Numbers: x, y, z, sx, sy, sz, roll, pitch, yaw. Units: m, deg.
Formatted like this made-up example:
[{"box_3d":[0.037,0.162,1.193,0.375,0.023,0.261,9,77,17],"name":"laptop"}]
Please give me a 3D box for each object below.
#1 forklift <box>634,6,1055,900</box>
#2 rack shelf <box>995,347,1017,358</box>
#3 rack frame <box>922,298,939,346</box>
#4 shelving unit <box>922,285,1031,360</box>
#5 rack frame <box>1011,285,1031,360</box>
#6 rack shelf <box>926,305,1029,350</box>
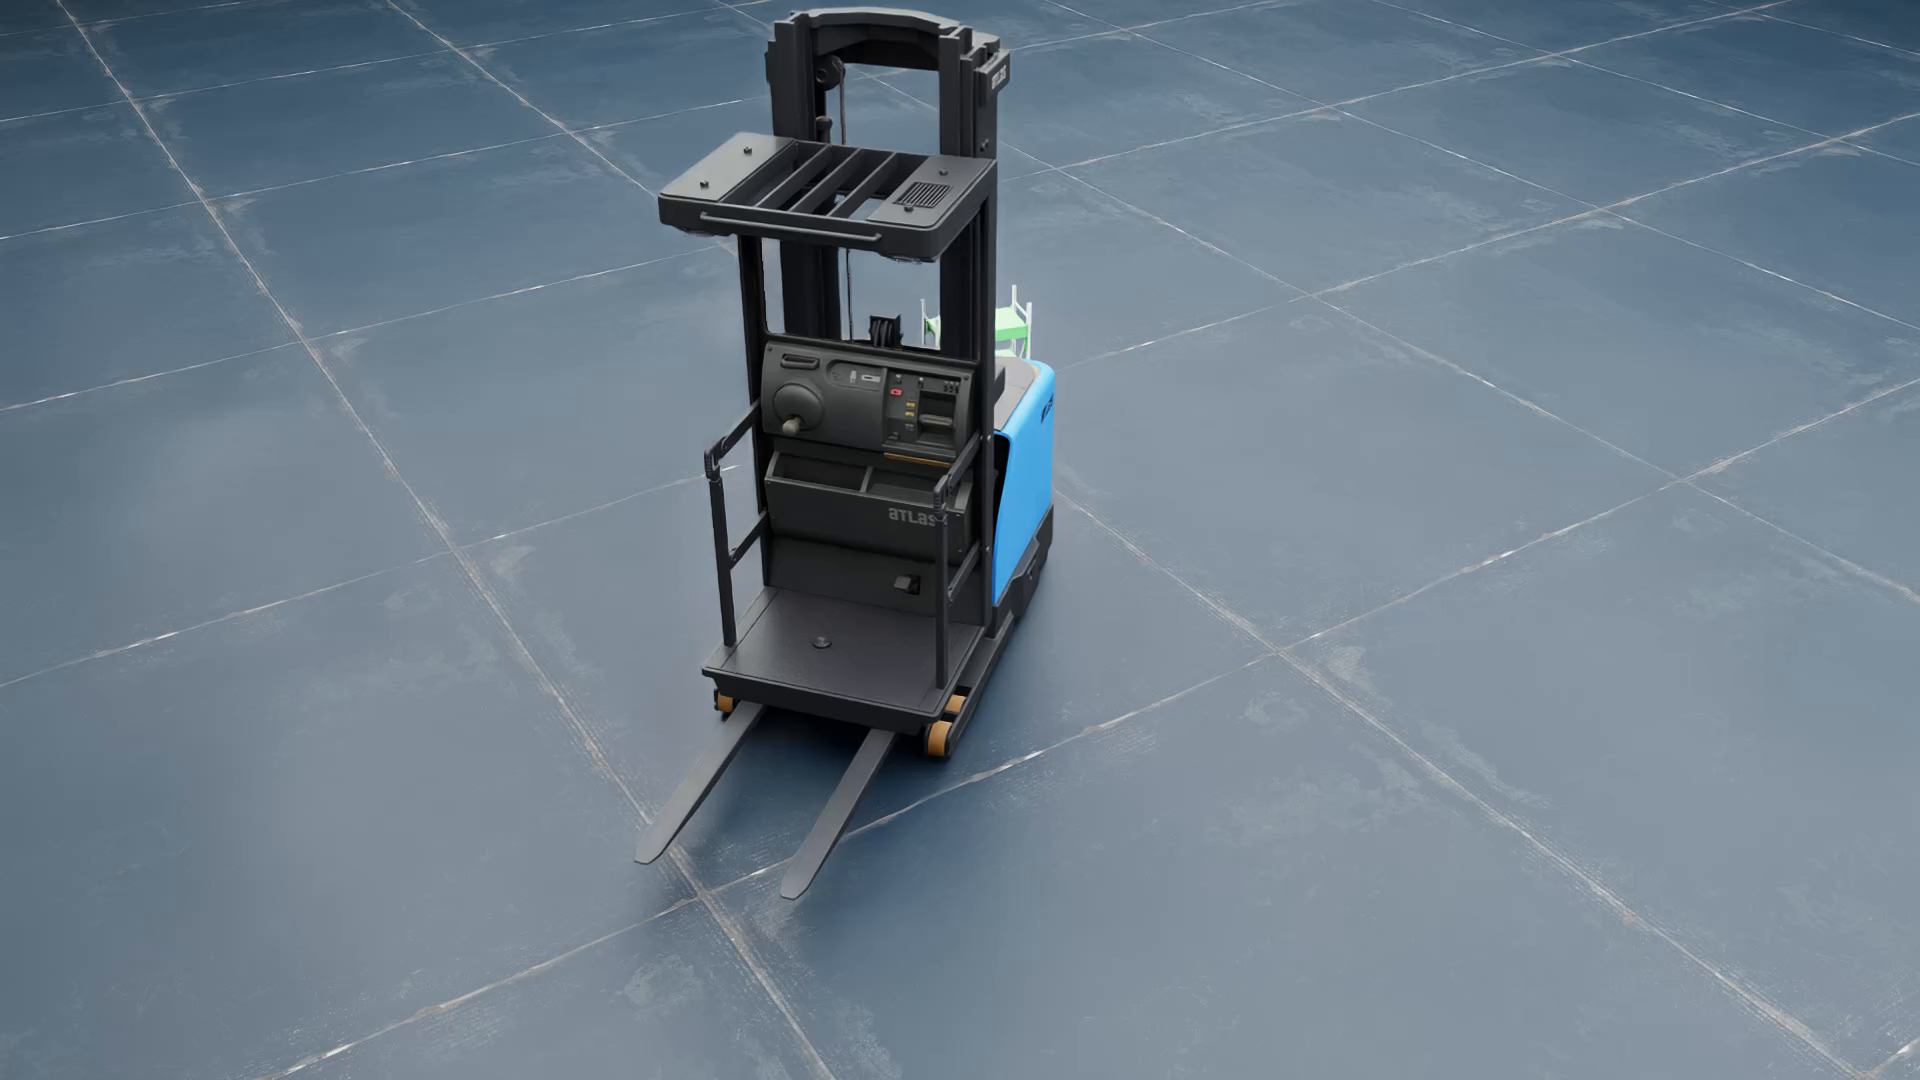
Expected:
[{"box_3d":[-0.465,-0.532,6.846,1.130,2.935,3.031,10,34,15],"name":"forklift"},{"box_3d":[0.084,-0.854,8.650,0.480,0.148,0.258,-10,34,-16],"name":"rack shelf"},{"box_3d":[-0.148,-0.664,8.678,0.015,1.200,0.240,-10,34,-16],"name":"rack frame"},{"box_3d":[0.084,-0.705,8.744,0.503,1.200,0.258,-10,34,-16],"name":"shelving unit"},{"box_3d":[0.315,-0.747,8.810,0.015,1.200,0.240,-10,34,-16],"name":"rack frame"},{"box_3d":[0.084,-1.057,8.522,0.480,0.148,0.258,-10,34,-16],"name":"rack shelf"}]
